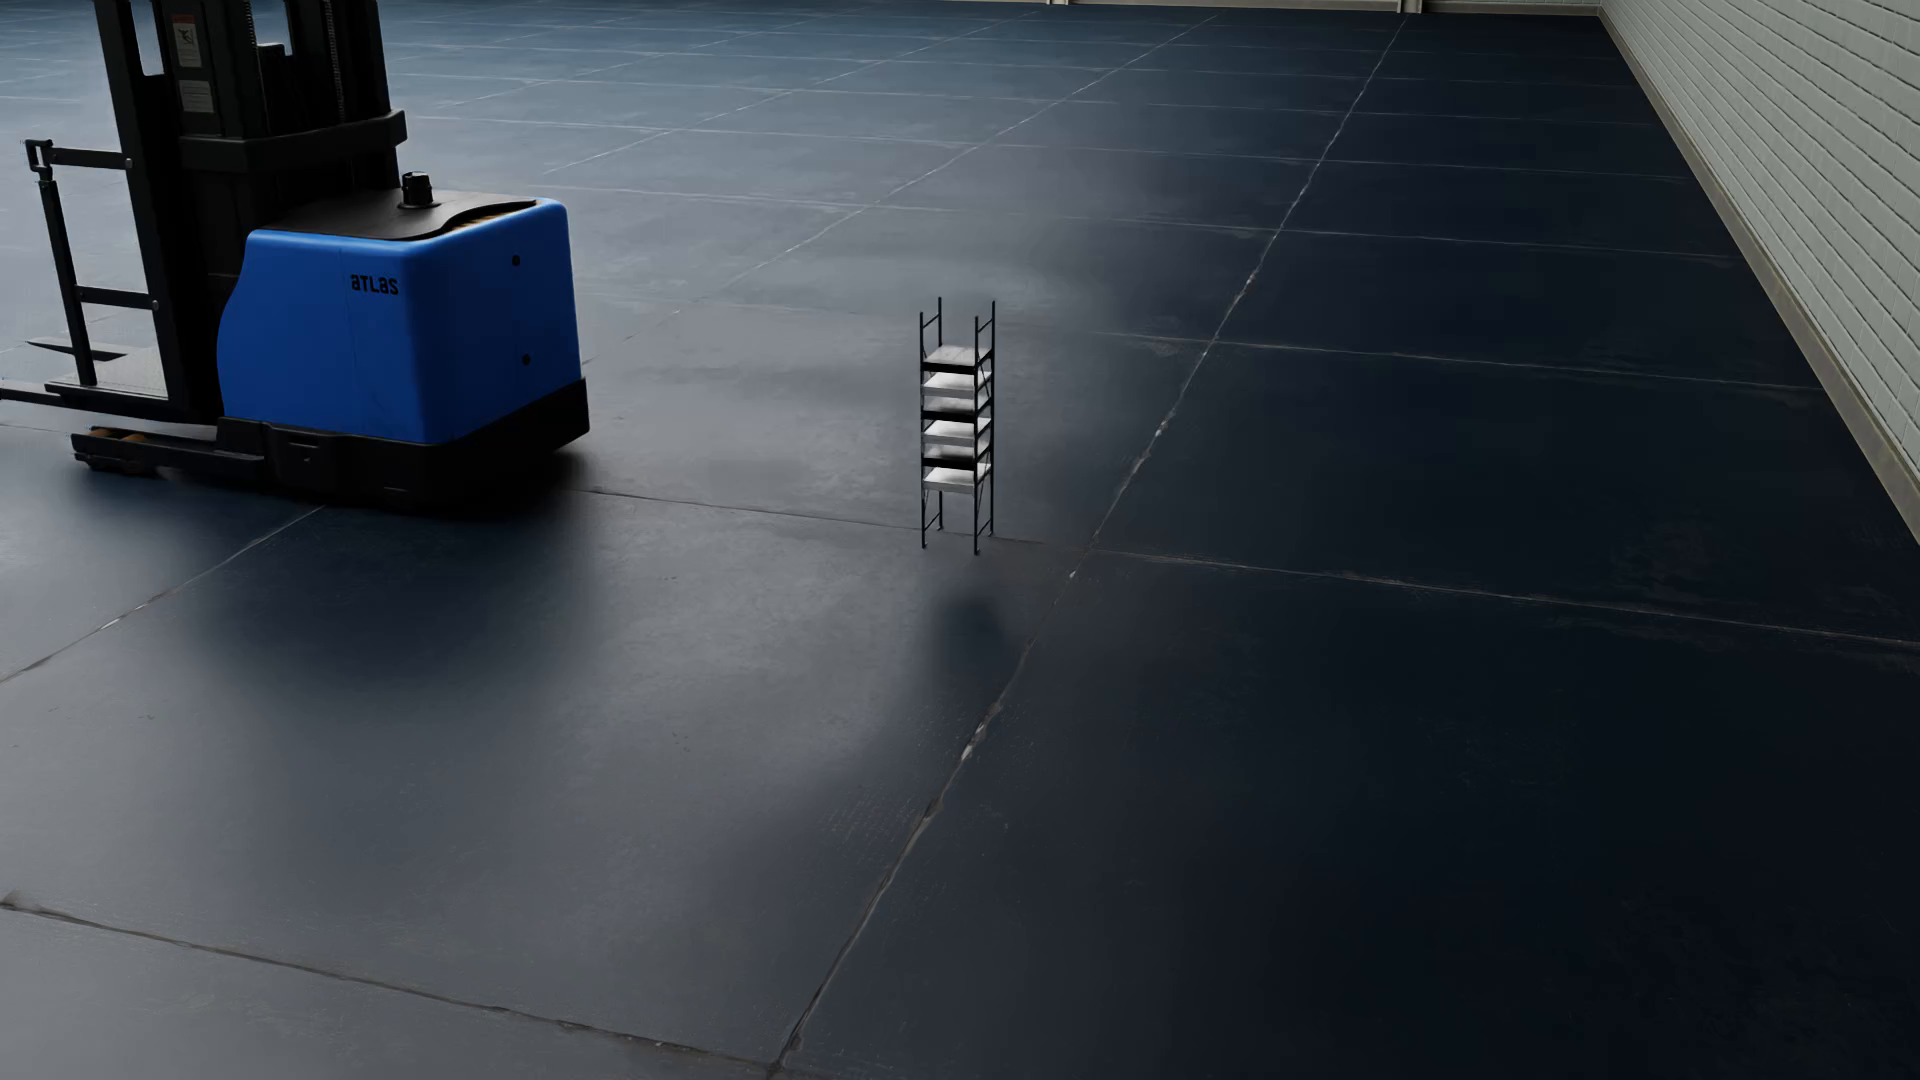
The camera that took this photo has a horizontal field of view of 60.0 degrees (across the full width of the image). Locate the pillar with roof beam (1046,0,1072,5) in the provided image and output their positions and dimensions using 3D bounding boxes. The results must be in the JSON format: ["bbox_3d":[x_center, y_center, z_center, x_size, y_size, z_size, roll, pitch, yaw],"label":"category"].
[{"bbox_3d":[0.511,-12.059,23.811,0.400,9.000,9.100,7,23,16],"label":"pillar with roof beam"}]

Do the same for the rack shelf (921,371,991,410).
[{"bbox_3d":[-0.008,-0.553,6.046,0.200,0.077,0.258,7,23,16],"label":"rack shelf"}]

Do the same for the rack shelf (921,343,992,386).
[{"bbox_3d":[-0.008,-0.636,6.012,0.200,0.077,0.258,7,23,16],"label":"rack shelf"}]

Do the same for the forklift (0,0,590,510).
[{"bbox_3d":[-3.184,-1.805,6.809,3.031,2.935,1.130,8,24,19],"label":"forklift"}]

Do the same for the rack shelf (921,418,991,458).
[{"bbox_3d":[-0.008,-0.386,6.114,0.200,0.077,0.258,7,23,16],"label":"rack shelf"}]

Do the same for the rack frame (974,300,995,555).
[{"bbox_3d":[0.090,-0.406,6.074,0.006,0.900,0.240,7,23,16],"label":"rack frame"}]

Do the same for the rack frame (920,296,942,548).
[{"bbox_3d":[-0.105,-0.428,6.129,0.006,0.900,0.240,7,23,16],"label":"rack frame"}]

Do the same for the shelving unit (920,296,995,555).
[{"bbox_3d":[-0.008,-0.417,6.101,0.210,0.900,0.258,7,23,16],"label":"shelving unit"}]

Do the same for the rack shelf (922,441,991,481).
[{"bbox_3d":[-0.008,-0.303,6.148,0.200,0.077,0.258,7,23,16],"label":"rack shelf"}]

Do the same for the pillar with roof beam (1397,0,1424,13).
[{"bbox_3d":[6.255,-11.401,22.208,0.400,9.000,9.100,7,23,16],"label":"pillar with roof beam"}]

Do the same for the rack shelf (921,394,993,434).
[{"bbox_3d":[-0.008,-0.470,6.080,0.200,0.077,0.258,7,23,16],"label":"rack shelf"}]

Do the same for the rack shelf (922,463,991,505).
[{"bbox_3d":[-0.008,-0.220,6.182,0.200,0.077,0.258,7,23,16],"label":"rack shelf"}]
